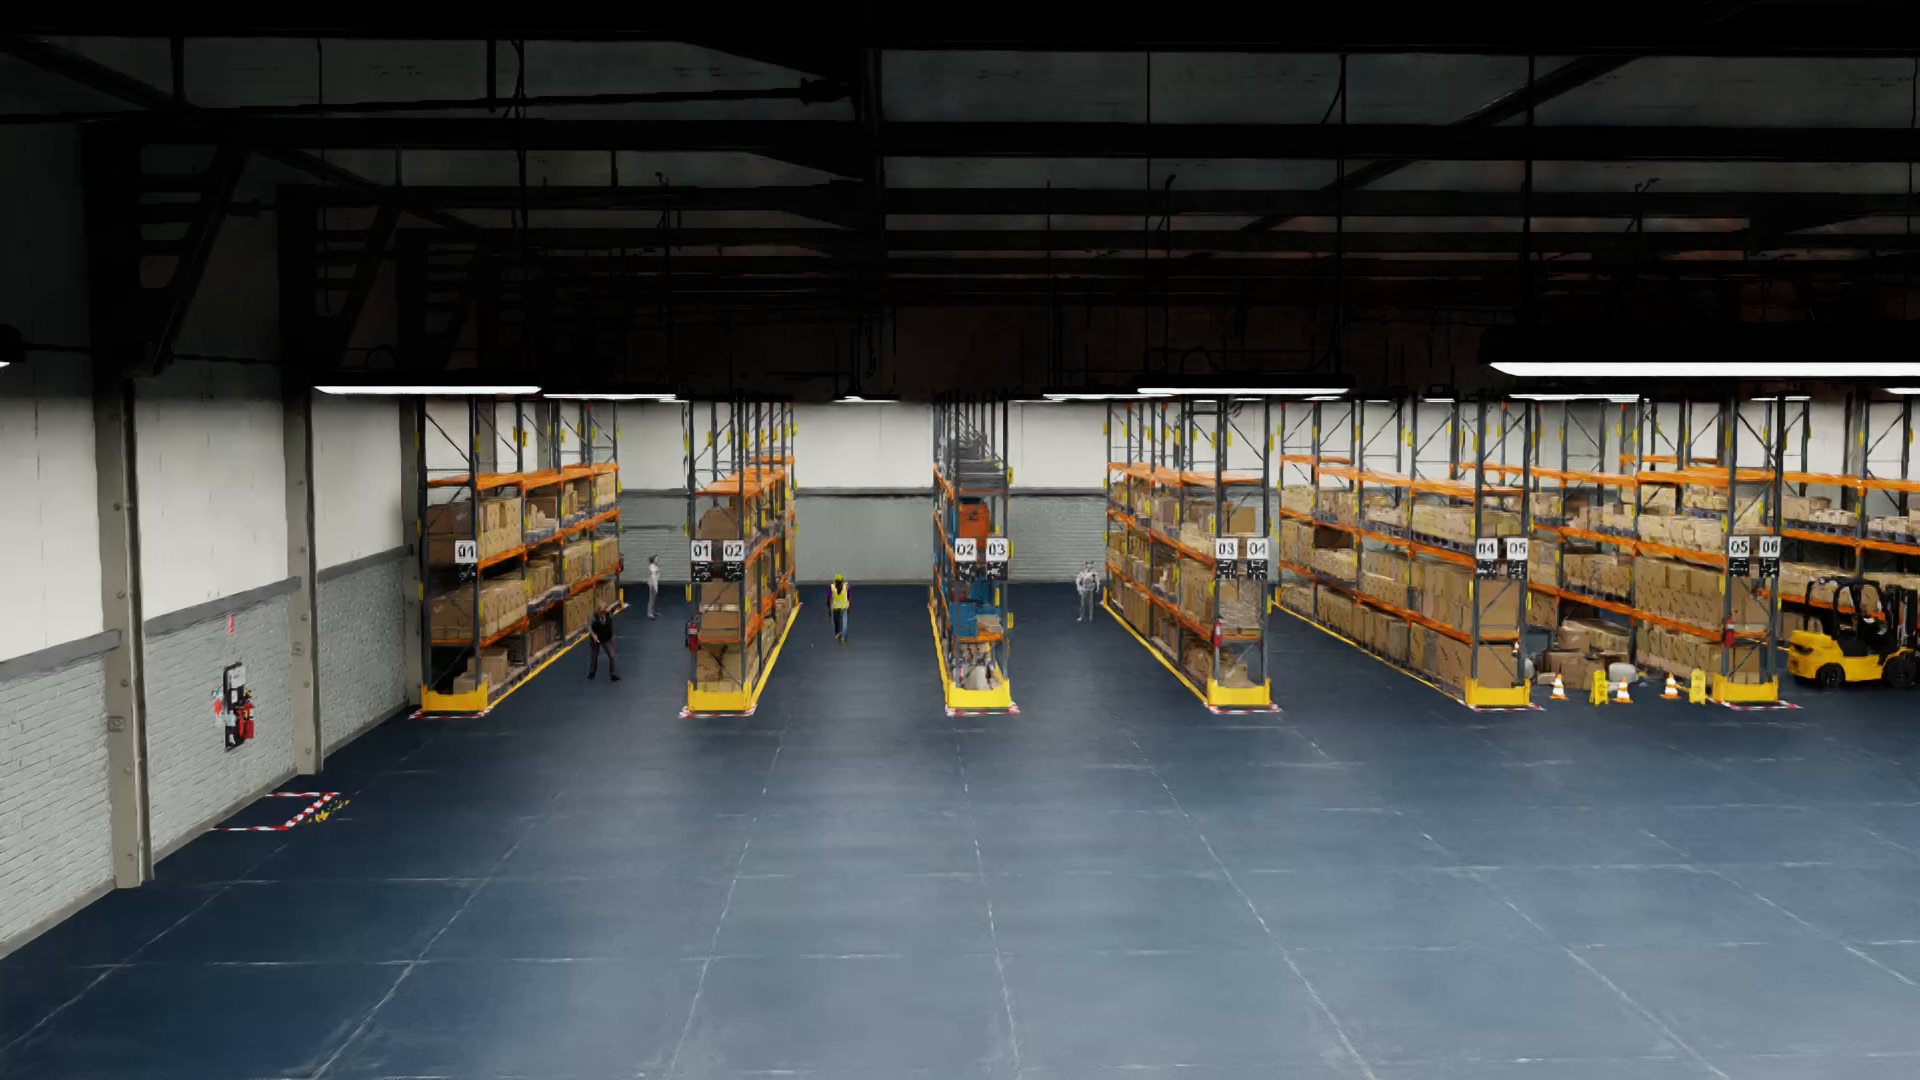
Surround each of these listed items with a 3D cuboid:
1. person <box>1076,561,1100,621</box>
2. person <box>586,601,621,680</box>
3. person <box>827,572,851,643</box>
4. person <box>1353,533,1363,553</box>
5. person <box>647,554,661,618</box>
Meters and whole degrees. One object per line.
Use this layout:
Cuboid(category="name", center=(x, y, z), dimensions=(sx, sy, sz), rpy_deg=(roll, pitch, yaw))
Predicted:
Cuboid(category="person", center=(3.383, 1.335, 43.933), dimensions=(0.639, 1.632, 0.512), rpy_deg=(0, 5, -3))
Cuboid(category="person", center=(-7.438, 2.073, 34.539), dimensions=(0.674, 1.664, 0.842), rpy_deg=(-2, 5, -19))
Cuboid(category="person", center=(-2.910, 1.611, 39.979), dimensions=(0.577, 1.687, 1.121), rpy_deg=(0, 5, 0))
Cuboid(category="person", center=(12.415, 0.621, 52.233), dimensions=(0.607, 1.700, 0.650), rpy_deg=(5, 7, 44))
Cuboid(category="person", center=(-8.235, 1.222, 44.702), dimensions=(0.365, 1.686, 0.602), rpy_deg=(-1, 5, -13))
